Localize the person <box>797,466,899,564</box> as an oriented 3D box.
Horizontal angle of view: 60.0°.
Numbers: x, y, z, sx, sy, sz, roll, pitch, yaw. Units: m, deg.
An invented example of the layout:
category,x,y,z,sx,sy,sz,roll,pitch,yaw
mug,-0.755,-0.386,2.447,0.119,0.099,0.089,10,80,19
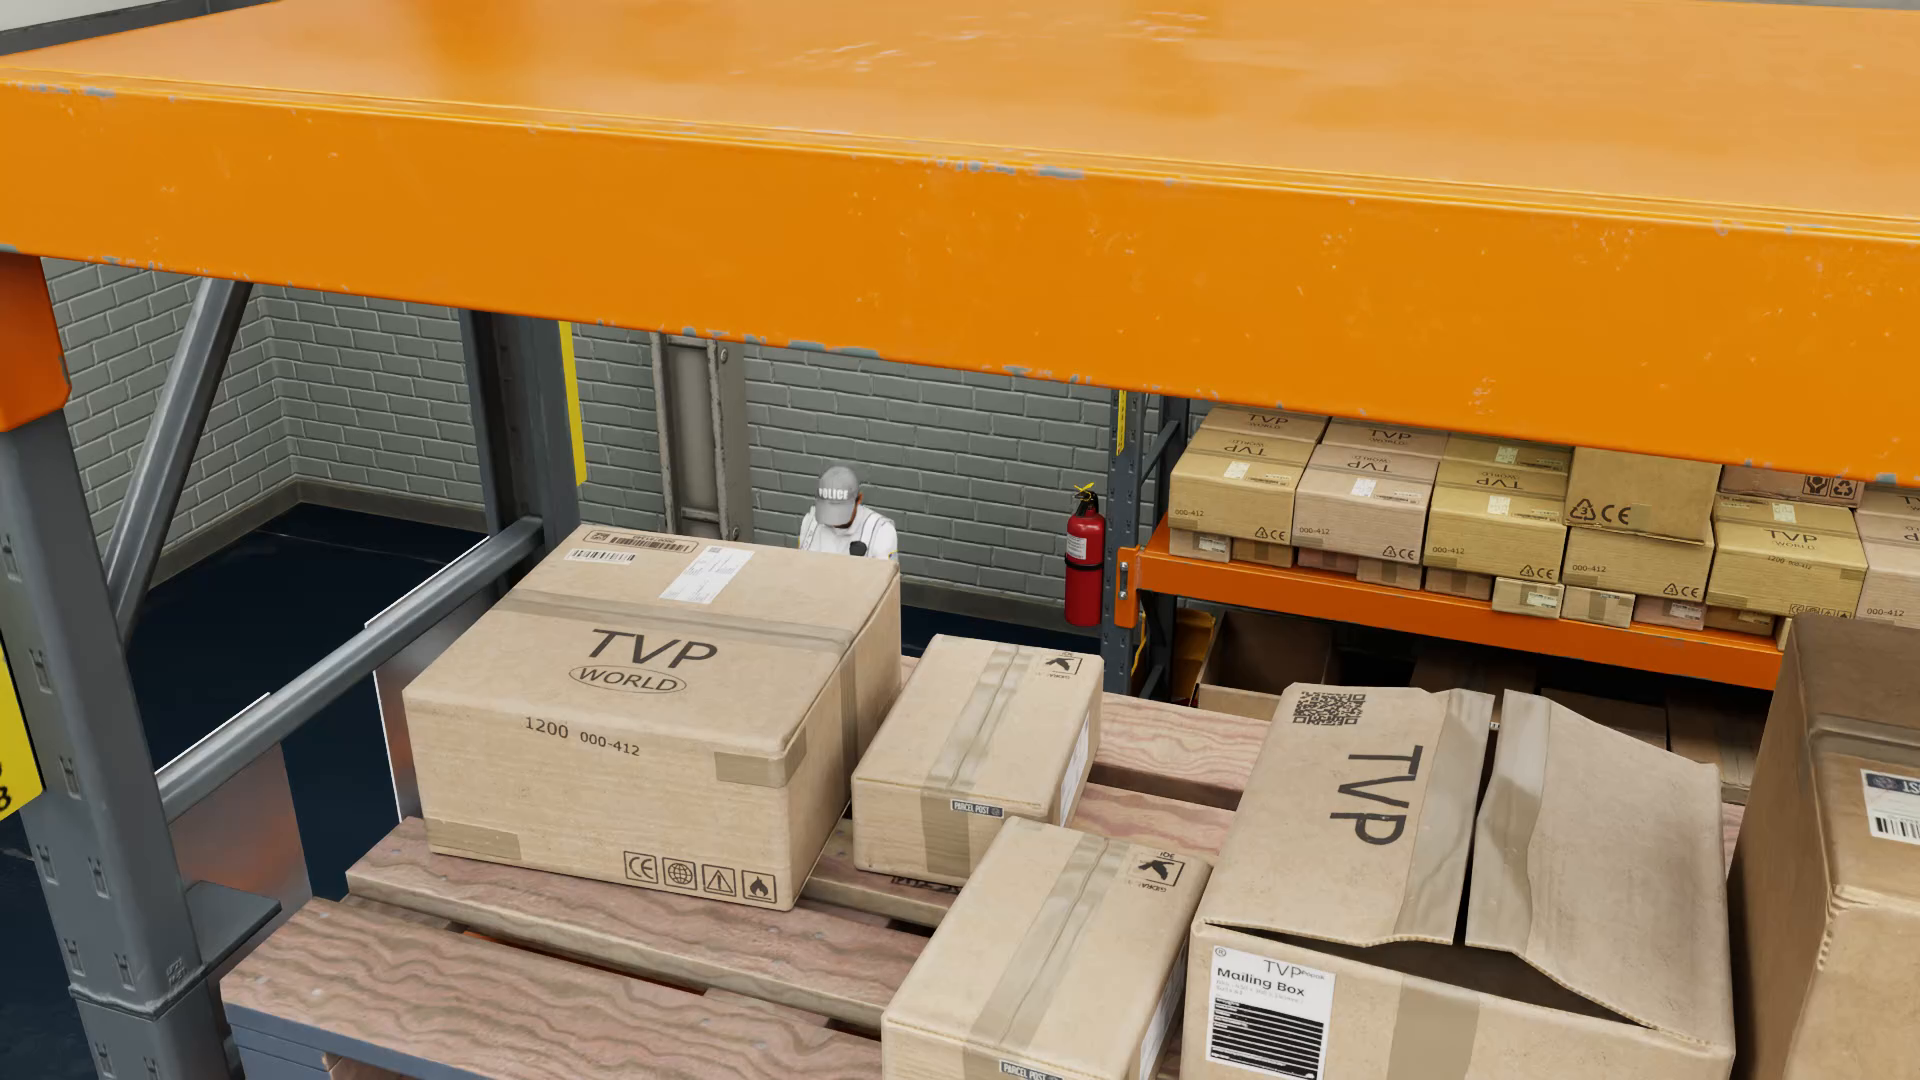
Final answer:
category,x,y,z,sx,sy,sz,roll,pitch,yaw
person,-0.489,0.429,7.257,0.478,1.649,0.409,9,27,19
